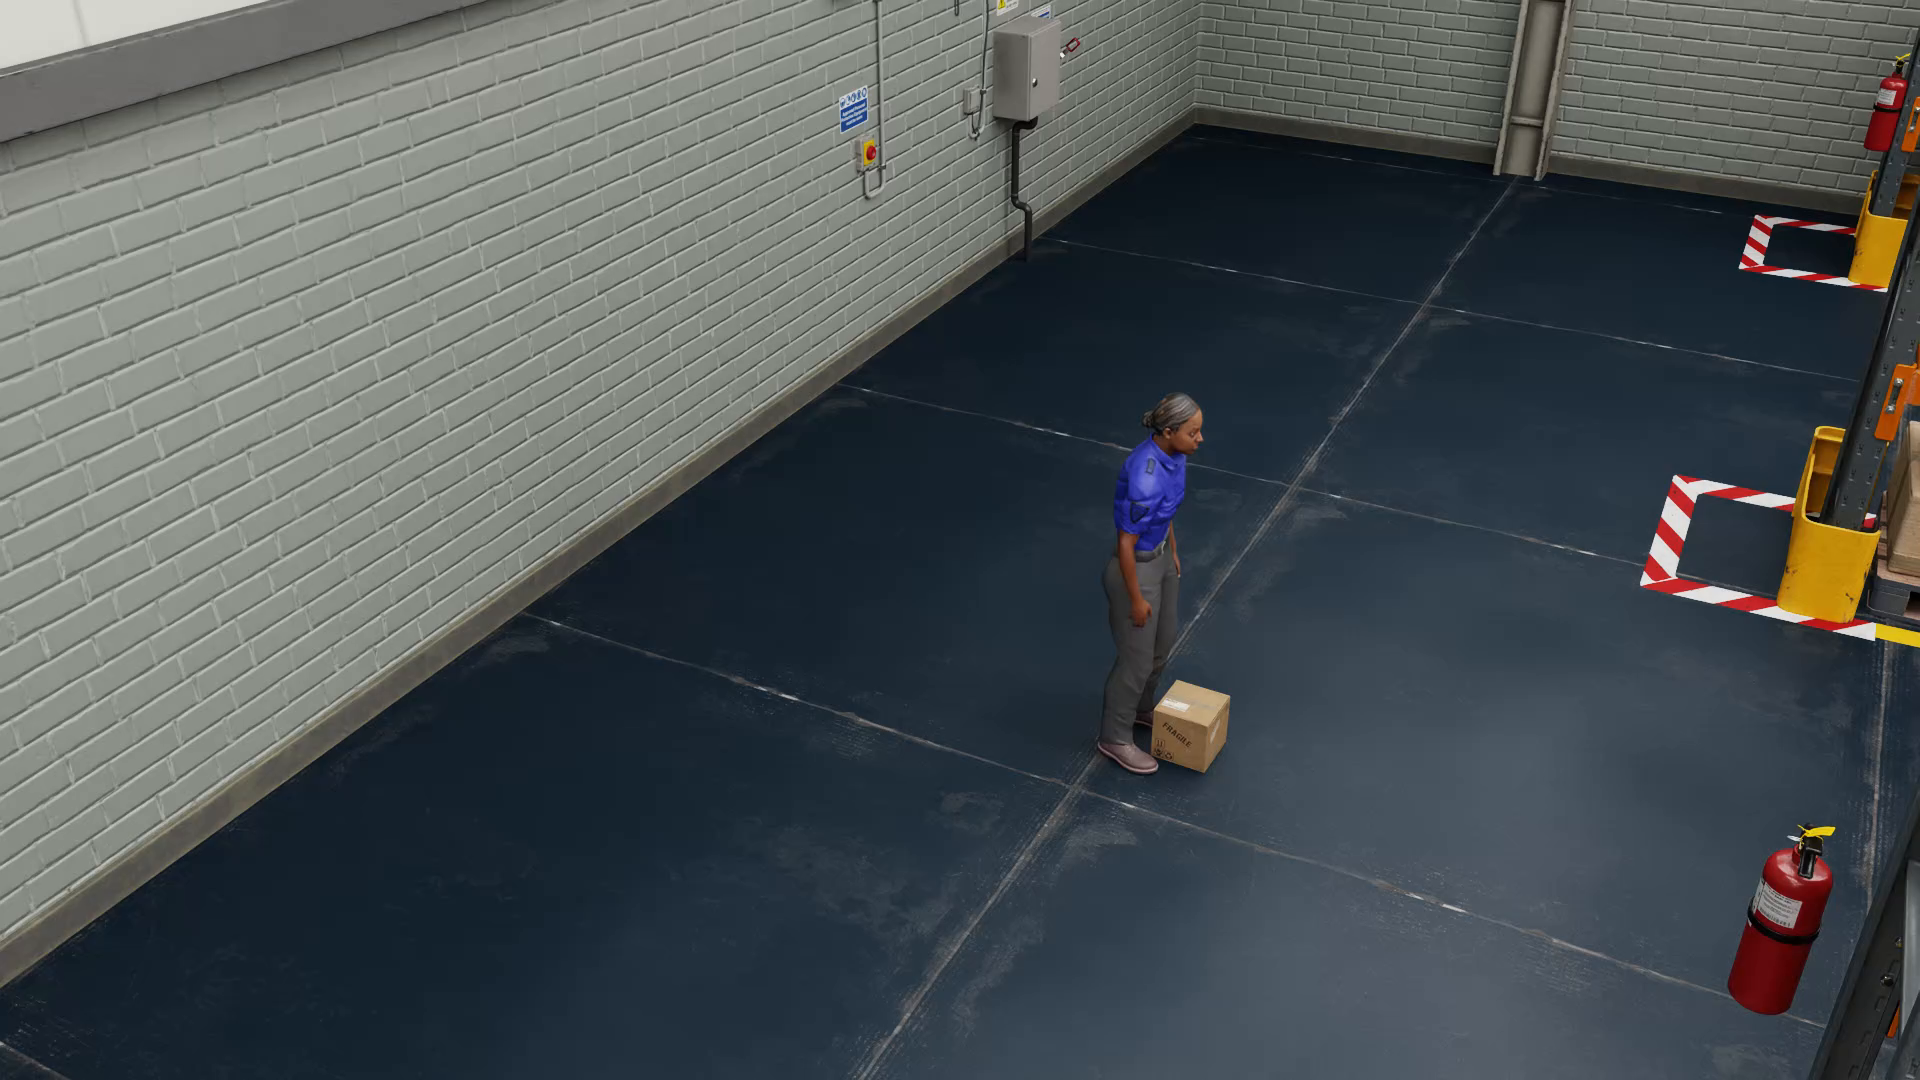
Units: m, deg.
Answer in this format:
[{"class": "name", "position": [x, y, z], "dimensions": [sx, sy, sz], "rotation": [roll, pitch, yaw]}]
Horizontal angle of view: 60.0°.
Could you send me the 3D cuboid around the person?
[{"class": "person", "position": [0.779, 0.150, 6.878], "dimensions": [0.351, 1.655, 0.504], "rotation": [14, 33, 22]}]
